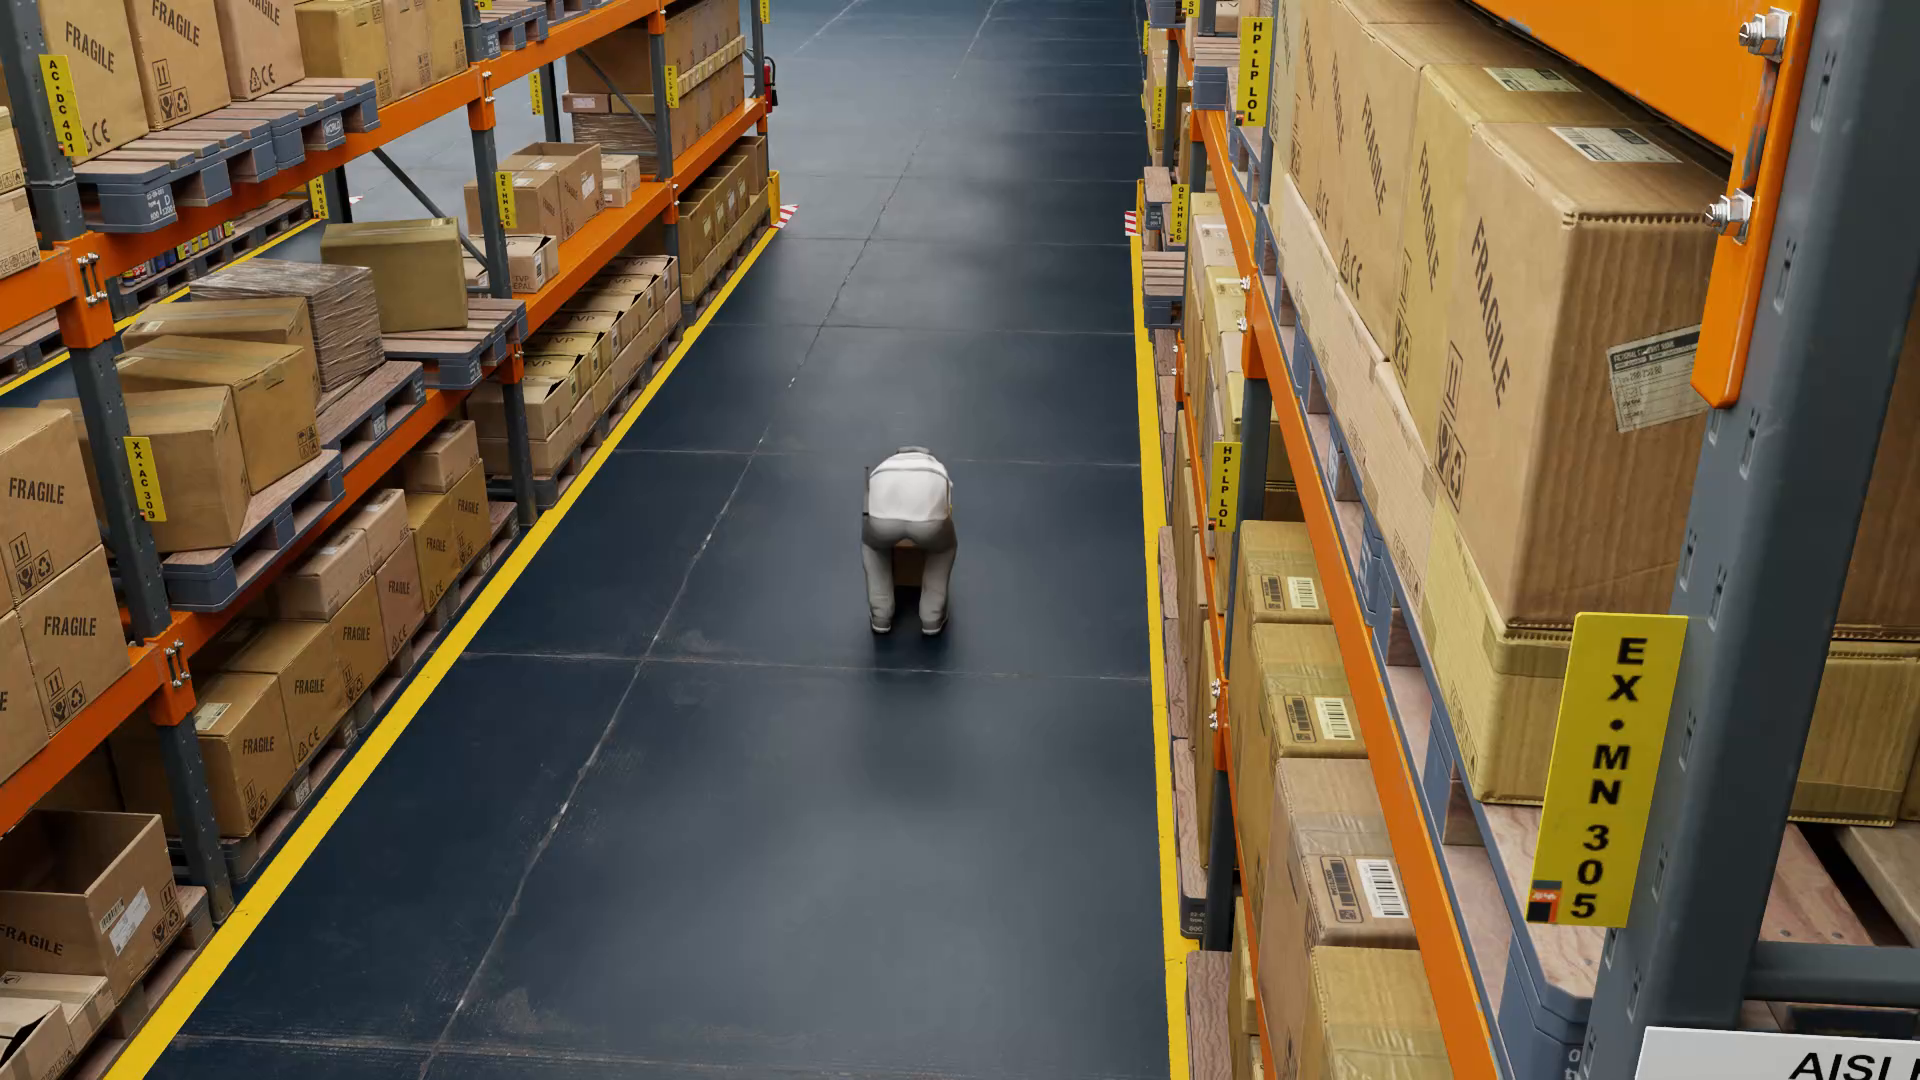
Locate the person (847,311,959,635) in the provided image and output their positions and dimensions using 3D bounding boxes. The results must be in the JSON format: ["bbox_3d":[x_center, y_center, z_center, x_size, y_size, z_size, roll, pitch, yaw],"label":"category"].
[{"bbox_3d":[-0.299,-0.315,8.790,0.576,1.748,0.442,1,24,2],"label":"person"}]
